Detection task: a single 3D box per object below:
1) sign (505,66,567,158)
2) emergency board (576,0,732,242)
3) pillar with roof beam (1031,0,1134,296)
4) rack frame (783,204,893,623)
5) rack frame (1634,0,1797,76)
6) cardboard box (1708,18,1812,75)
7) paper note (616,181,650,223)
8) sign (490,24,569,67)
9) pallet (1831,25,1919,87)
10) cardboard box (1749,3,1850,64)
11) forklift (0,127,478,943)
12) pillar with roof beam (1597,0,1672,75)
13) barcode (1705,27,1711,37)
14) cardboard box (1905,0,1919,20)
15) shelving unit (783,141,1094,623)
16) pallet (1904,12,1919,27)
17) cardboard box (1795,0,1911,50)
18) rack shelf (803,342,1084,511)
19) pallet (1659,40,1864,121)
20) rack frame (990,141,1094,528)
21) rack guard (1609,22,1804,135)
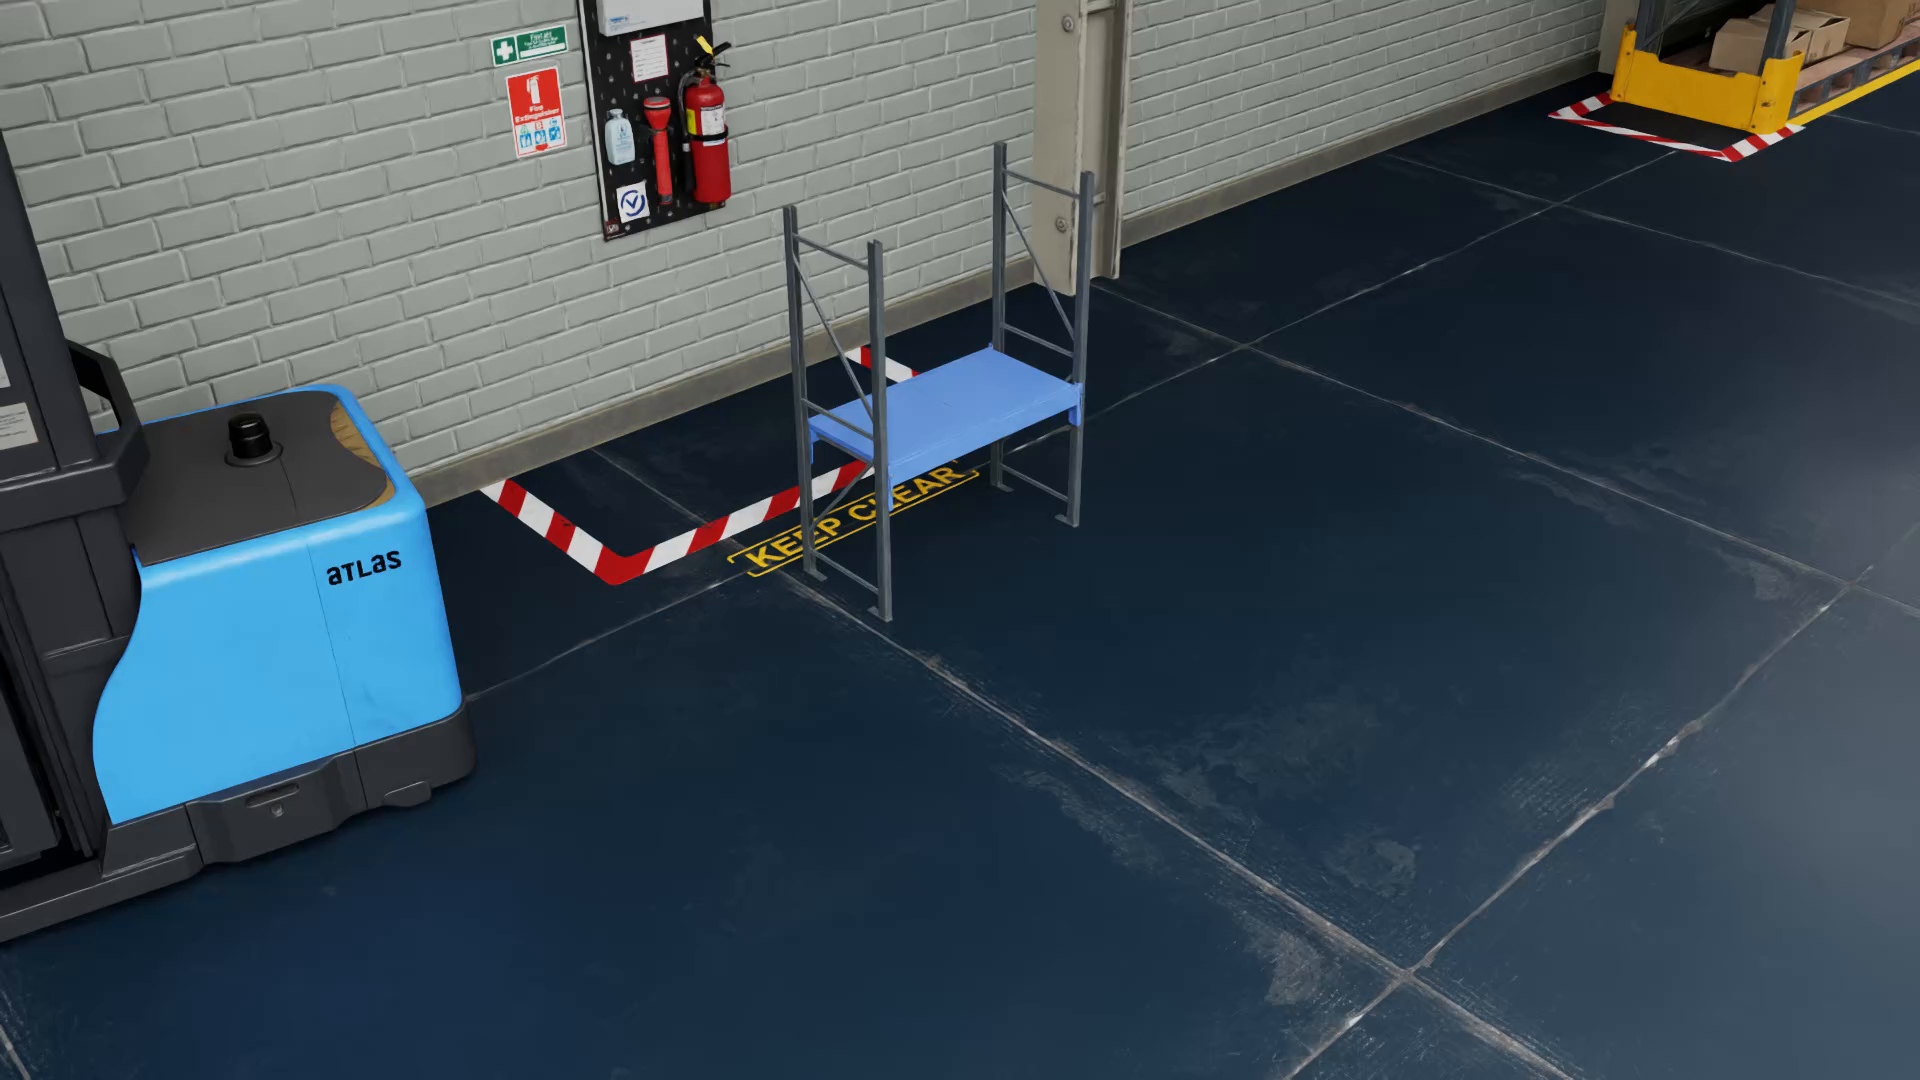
[{"bbox_3d":[-1.687,-1.706,6.630,0.234,0.329,0.001,-26,40,-35],"label":"sign"},{"bbox_3d":[-1.211,-1.847,6.896,0.643,1.169,0.194,-26,40,-35],"label":"emergency board"},{"bbox_3d":[3.554,-3.622,4.047,0.400,9.000,9.100,-26,40,-35],"label":"pillar with roof beam"},{"bbox_3d":[-0.435,-0.429,6.014,0.032,1.500,0.500,-26,40,-35],"label":"rack frame"},{"bbox_3d":[5.101,-4.258,10.839,0.127,3.000,1.000,-26,40,-35],"label":"rack frame"},{"bbox_3d":[5.670,-3.510,11.771,0.500,0.311,0.500,24,39,34],"label":"cardboard box"},{"bbox_3d":[-1.388,-1.435,7.066,0.142,0.148,0.016,-26,40,-35],"label":"paper note"},{"bbox_3d":[-1.677,-1.930,6.489,0.331,0.109,0.001,-26,40,-35],"label":"sign"},{"bbox_3d":[6.671,-3.801,12.764,1.213,0.211,1.003,-26,40,-35],"label":"pallet"},{"bbox_3d":[6.088,-3.712,12.101,0.500,0.311,0.500,-22,38,-32],"label":"cardboard box"},{"bbox_3d":[-3.101,-0.265,4.375,3.031,2.935,1.130,-18,36,-26],"label":"forklift"},{"bbox_3d":[7.954,-5.750,7.528,0.400,9.000,9.100,-26,40,-35],"label":"pillar with roof beam"},{"bbox_3d":[5.411,-3.673,12.029,0.075,0.075,0.001,-26,40,-35],"label":"barcode"},{"bbox_3d":[7.301,-4.415,13.069,0.500,0.500,0.500,26,40,35],"label":"cardboard box"},{"bbox_3d":[-0.063,-0.610,6.309,1.048,1.500,0.538,-26,40,-35],"label":"shelving unit"},{"bbox_3d":[7.566,-4.236,13.475,1.213,0.211,1.003,-26,40,-35],"label":"pallet"},{"bbox_3d":[6.660,-4.034,12.446,0.700,0.500,0.500,26,40,36],"label":"cardboard box"},{"bbox_3d":[-0.063,-0.456,6.403,1.000,0.185,0.538,-26,40,-35],"label":"rack shelf"},{"bbox_3d":[5.777,-3.370,12.060,1.213,0.211,1.003,-26,40,-35],"label":"pallet"},{"bbox_3d":[0.310,-0.790,6.604,0.032,1.500,0.500,-26,40,-35],"label":"rack frame"},{"bbox_3d":[5.157,-3.219,11.535,0.348,0.500,1.175,-26,40,-35],"label":"rack guard"}]
